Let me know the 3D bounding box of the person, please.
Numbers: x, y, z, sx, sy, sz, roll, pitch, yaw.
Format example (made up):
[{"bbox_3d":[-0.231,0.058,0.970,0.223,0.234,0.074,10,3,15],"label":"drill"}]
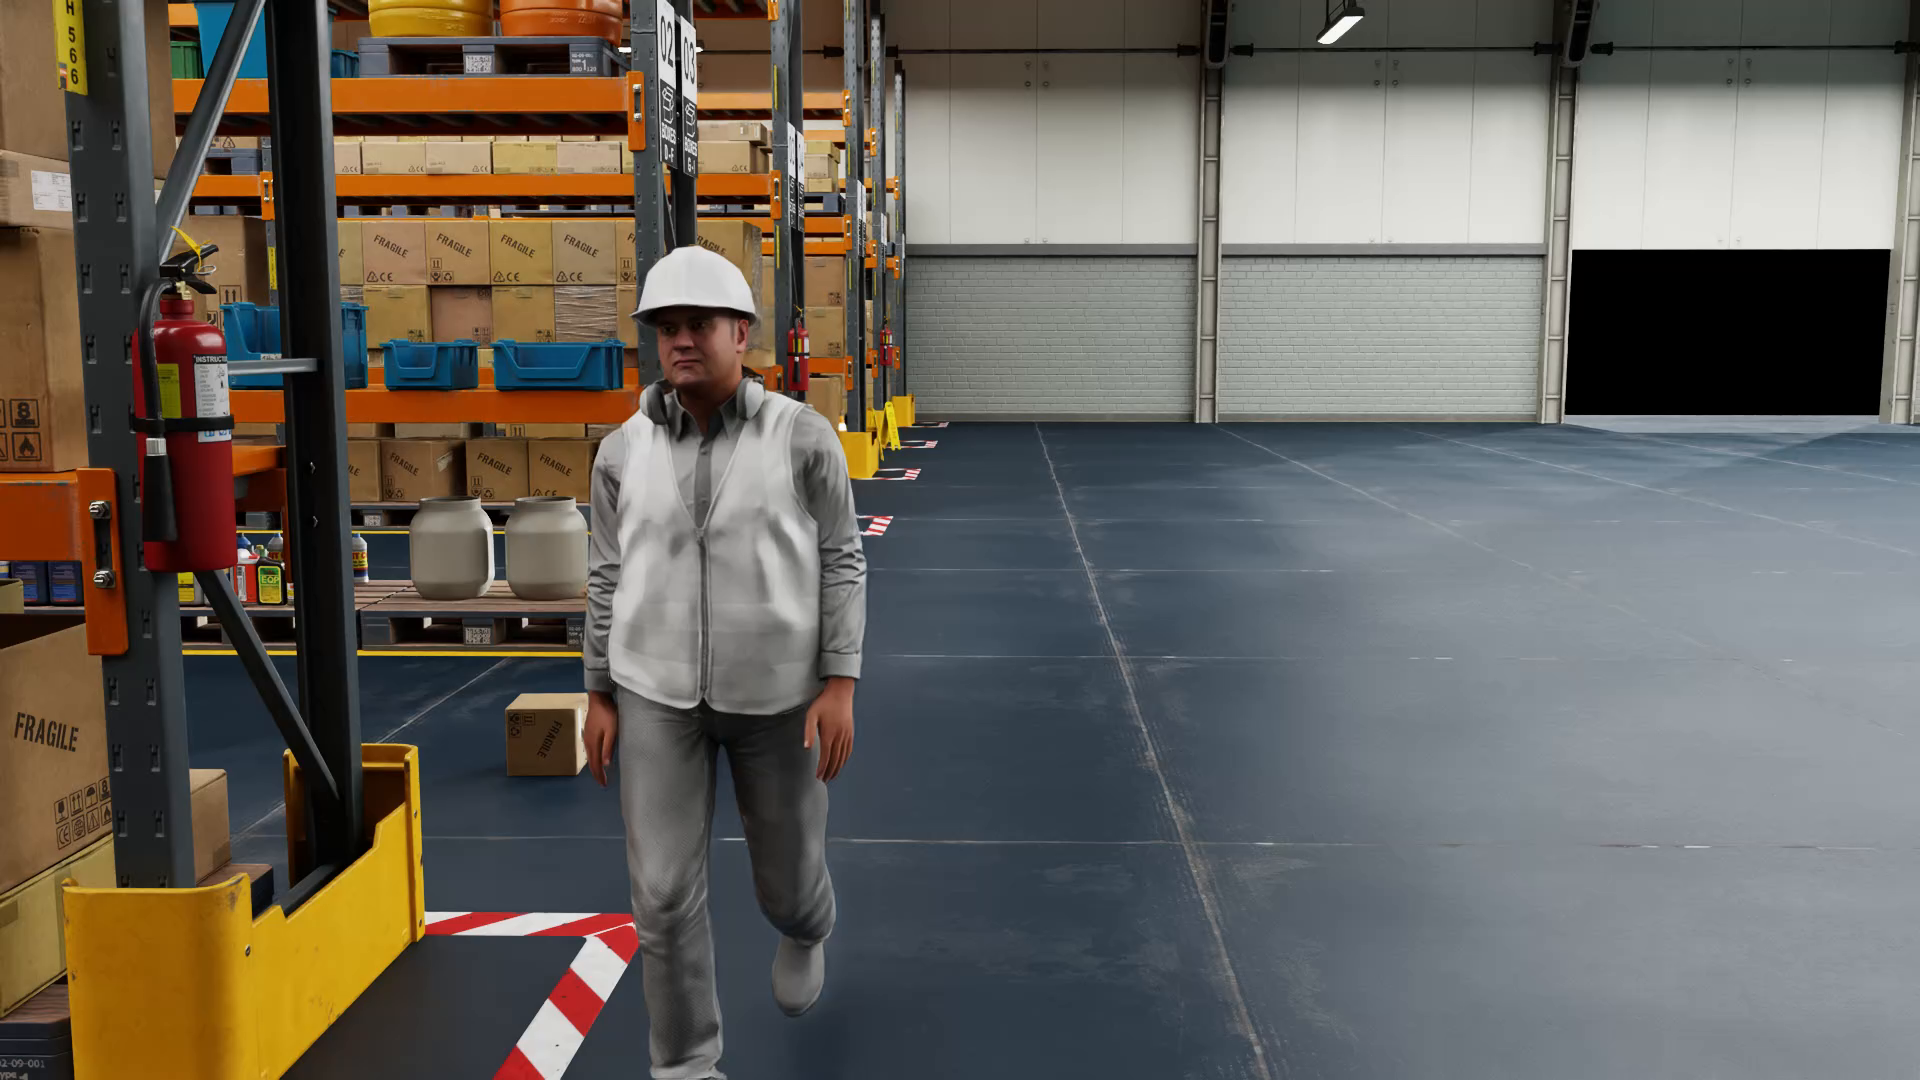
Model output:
[{"bbox_3d":[-0.477,0.285,3.409,0.584,1.745,0.840,0,7,0],"label":"person"}]
